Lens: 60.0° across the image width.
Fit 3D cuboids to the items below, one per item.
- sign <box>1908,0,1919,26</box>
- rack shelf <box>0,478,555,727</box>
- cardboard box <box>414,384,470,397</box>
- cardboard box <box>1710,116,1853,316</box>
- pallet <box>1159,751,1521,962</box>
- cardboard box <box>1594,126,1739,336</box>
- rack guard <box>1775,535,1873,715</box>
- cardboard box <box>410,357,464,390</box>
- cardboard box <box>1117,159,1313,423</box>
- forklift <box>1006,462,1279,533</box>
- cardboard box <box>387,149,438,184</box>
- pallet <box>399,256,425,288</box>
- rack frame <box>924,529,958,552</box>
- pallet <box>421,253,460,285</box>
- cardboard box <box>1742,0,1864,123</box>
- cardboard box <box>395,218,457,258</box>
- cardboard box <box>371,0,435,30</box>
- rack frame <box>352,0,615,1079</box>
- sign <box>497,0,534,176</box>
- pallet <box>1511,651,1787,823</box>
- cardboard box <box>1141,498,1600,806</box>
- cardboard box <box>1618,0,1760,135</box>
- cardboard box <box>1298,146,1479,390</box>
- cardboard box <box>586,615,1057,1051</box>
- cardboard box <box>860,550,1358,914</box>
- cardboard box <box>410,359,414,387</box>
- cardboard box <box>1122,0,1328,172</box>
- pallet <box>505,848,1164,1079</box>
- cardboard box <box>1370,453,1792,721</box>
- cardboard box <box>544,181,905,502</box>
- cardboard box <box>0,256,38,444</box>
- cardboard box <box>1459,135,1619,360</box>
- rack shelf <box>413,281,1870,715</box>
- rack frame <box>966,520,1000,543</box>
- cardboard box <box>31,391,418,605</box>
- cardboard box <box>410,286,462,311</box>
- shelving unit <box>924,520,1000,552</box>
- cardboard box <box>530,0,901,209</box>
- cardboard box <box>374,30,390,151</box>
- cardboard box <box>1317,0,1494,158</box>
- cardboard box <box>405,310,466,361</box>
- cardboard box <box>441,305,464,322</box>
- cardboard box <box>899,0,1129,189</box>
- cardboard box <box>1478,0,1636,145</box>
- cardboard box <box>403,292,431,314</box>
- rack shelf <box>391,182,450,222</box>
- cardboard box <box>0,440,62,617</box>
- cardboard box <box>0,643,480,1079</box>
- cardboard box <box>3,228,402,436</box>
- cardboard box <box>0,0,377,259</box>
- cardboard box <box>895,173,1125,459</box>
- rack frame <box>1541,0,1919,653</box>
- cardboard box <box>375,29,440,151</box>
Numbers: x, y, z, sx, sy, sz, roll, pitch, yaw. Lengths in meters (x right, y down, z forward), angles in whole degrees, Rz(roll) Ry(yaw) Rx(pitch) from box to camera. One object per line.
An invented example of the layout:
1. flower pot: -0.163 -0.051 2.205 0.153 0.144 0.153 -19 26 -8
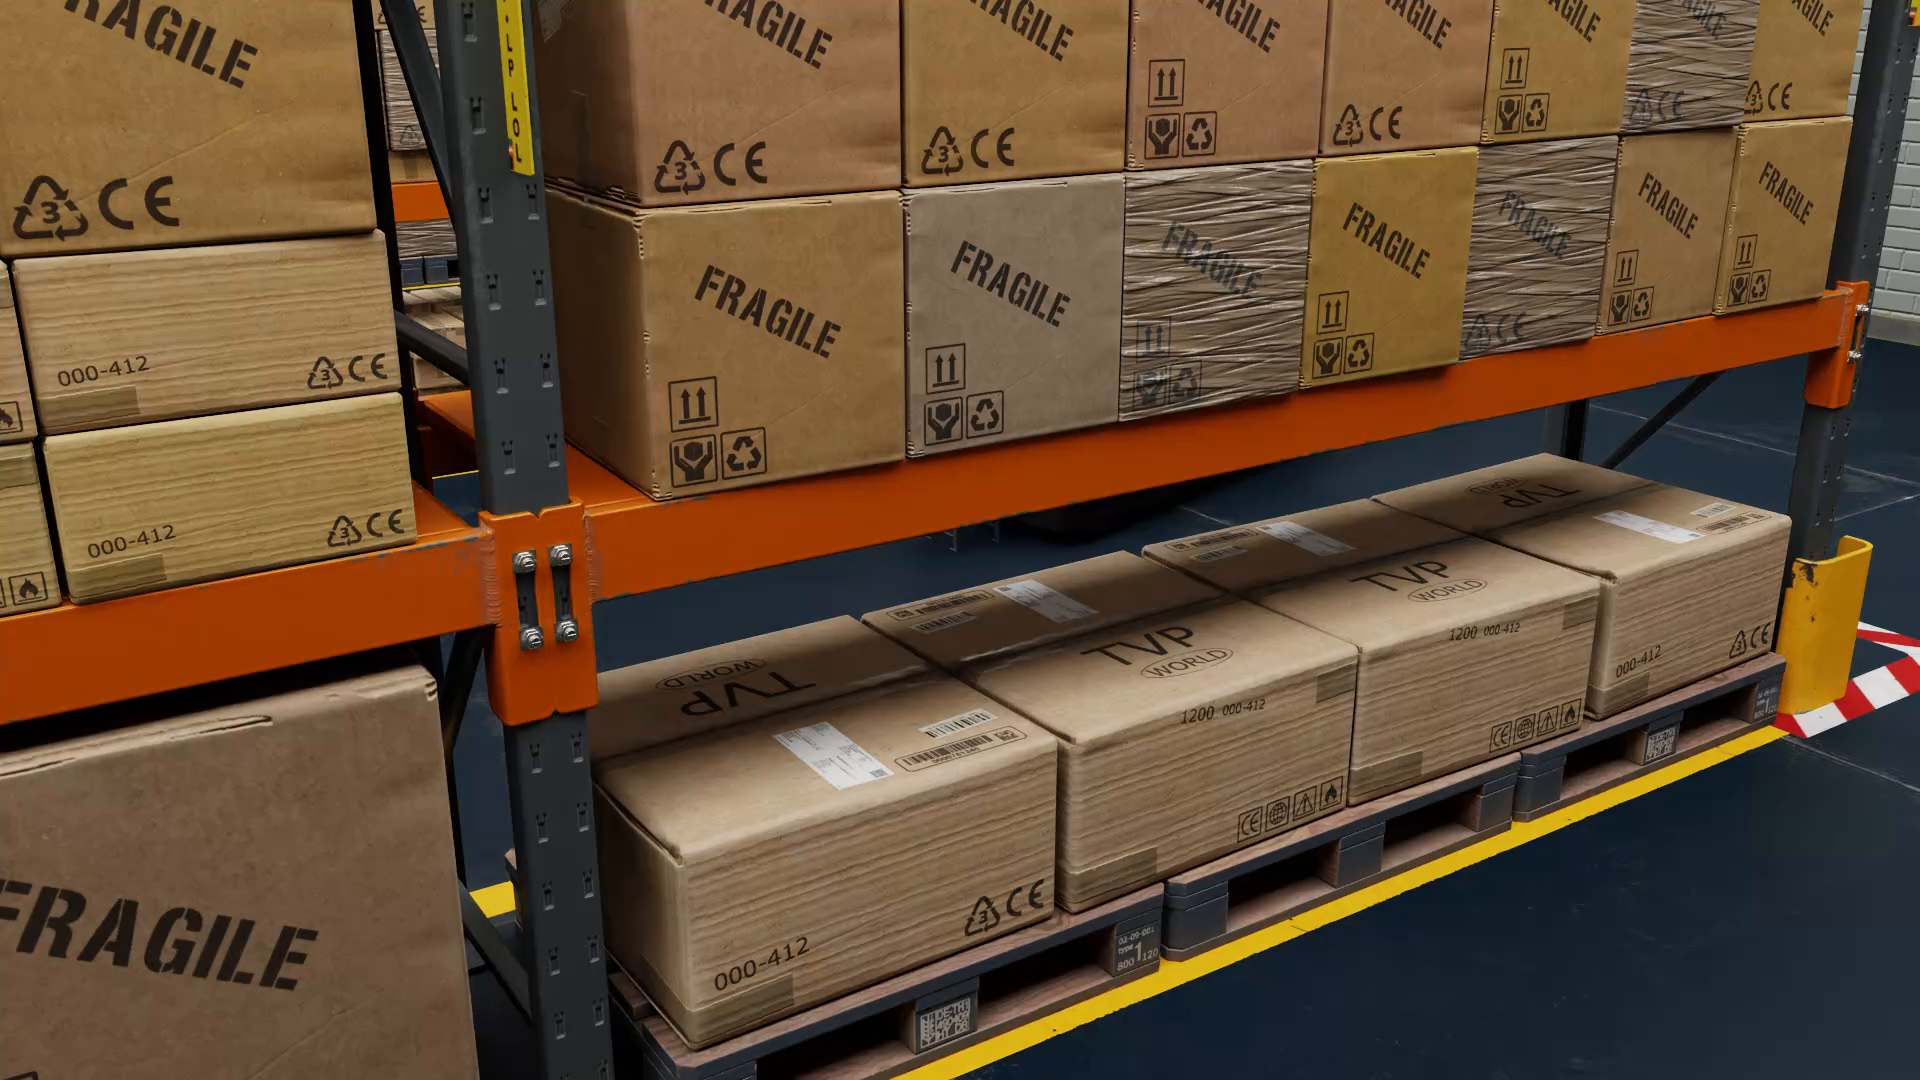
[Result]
1. sign: 2.649 -1.567 4.519 0.005 0.325 0.100 -12 22 -31
2. rack shelf: -2.649 0.344 2.168 4.000 0.370 1.077 -12 22 -31
3. cardboard box: -2.513 -0.702 7.932 0.250 0.149 0.380 -13 23 -34
4. cardboard box: 2.105 -0.946 4.702 0.500 0.500 0.500 -12 22 -31
5. pallet: 0.720 0.642 4.515 1.213 0.211 1.003 -12 22 -31
6. cardboard box: 1.678 -0.861 4.452 0.500 0.500 0.500 -12 22 -33
7. rack guard: 2.382 0.126 5.592 0.348 0.500 1.175 -12 22 -31
8. cardboard box: -2.491 -0.833 7.857 0.250 0.149 0.380 -11 21 -29
9. cardboard box: 0.399 -0.583 3.629 0.500 0.500 0.500 -12 22 -31
10. forklift: 0.998 -1.819 7.548 1.130 2.935 3.031 15 24 37
11. cardboard box: -2.523 -1.699 7.478 0.250 0.149 0.380 -11 22 -30
12. pallet: -4.731 -2.008 12.356 1.213 0.211 1.003 -12 22 -31
13. rack frame: -0.078 -0.410 6.552 0.006 0.900 0.240 -12 22 -31
14. pallet: -3.713 -2.222 12.987 1.213 0.211 1.003 -12 22 -31
15. cardboard box: 2.091 -1.426 4.563 0.500 0.500 0.500 -11 22 -30
16. cardboard box: -4.339 -2.603 12.422 0.875 0.875 0.875 -12 22 -31
17. cardboard box: -2.412 -2.508 7.297 0.500 0.500 0.500 -11 22 -31
18. rack frame: -0.978 -0.349 3.095 0.127 3.000 1.000 -12 22 -31
19. sign: -0.672 -0.717 2.498 0.005 0.325 0.100 -12 22 -31
20. pallet: 1.738 0.429 5.147 1.213 0.211 1.003 -12 22 -31
21. cardboard box: 1.106 0.267 4.615 0.875 0.438 0.875 -11 22 -30
22. cardboard box: 1.670 -1.326 4.267 0.500 0.500 0.500 -12 22 -31
23. cardboard box: 0.829 -0.674 3.897 0.500 0.500 0.500 -11 22 -30
24. cardboard box: -0.395 0.584 3.680 0.875 0.438 0.875 -12 22 -32
25. cardboard box: 0.352 0.426 4.147 0.875 0.438 0.875 -13 22 -33
26. cardboard box: -2.734 -0.791 7.732 0.250 0.149 0.380 -13 23 -34
27. cardboard box: 0.412 -1.064 3.491 0.500 0.500 0.500 -11 22 -30
28. pallet: -0.300 0.859 3.876 1.213 0.211 1.003 -12 22 -31
29. cardboard box: 1.866 0.104 5.099 0.875 0.438 0.875 -13 23 -33
30. cardboard box: -0.442 -0.409 3.116 0.500 0.500 0.500 -11 22 -30
31. cardboard box: -1.626 -0.282 2.350 0.500 0.250 0.500 -11 22 -30
32. cardboard box: 1.253 -0.768 4.177 0.500 0.500 0.500 -11 22 -30
33. rack shelf: 0.692 -0.361 4.252 4.000 0.370 1.077 -12 22 -31
34. rack frame: 0.092 -0.446 6.658 0.006 0.900 0.240 -12 22 -31
35. cardboard box: -1.214 -0.132 2.686 0.500 0.250 0.500 -13 22 -33
36. cardboard box: -2.582 -1.168 8.381 0.250 0.149 0.380 -13 23 -33
37. shelving unit: 0.007 -0.428 6.605 0.210 0.900 0.258 -12 22 -31
38. cardboard box: -0.448 -0.890 2.975 0.500 0.500 0.500 -12 22 -31
39. cardboard box: -2.824 -1.953 7.217 0.500 0.500 0.500 -12 22 -31
40. cardboard box: 0.834 -1.152 3.752 0.500 0.500 0.500 -12 22 -32
41. cardboard box: -2.474 -0.957 7.757 0.250 0.149 0.380 -11 22 -30
42. cardboard box: -2.292 -1.027 7.965 0.250 0.149 0.380 -13 23 -34
43. cardboard box: -0.022 -0.977 3.233 0.500 0.500 0.500 -12 22 -32
44. cardboard box: 1.255 -1.240 4.012 0.500 0.500 0.500 -12 22 -32
45. cardboard box: -2.801 -1.117 8.231 0.250 0.149 0.380 -13 23 -34
46. rack shelf: -2.115 -1.667 8.116 4.000 0.370 1.077 -12 22 -31
47. cardboard box: -1.640 -0.042 2.421 0.500 0.250 0.500 -12 22 -32
48. cardboard box: -1.452 0.589 2.981 0.875 0.875 0.875 -11 22 -30
49. cardboard box: -1.213 -0.372 2.617 0.500 0.250 0.500 -12 22 -31
50. cardboard box: -1.213 -0.725 2.487 0.500 0.500 0.500 -11 22 -30
51. cardboard box: -0.020 -0.497 3.375 0.500 0.500 0.500 -12 22 -31
52. rack frame: 2.362 -1.054 5.179 0.127 3.000 1.000 -12 22 -31
53. cardboard box: -2.383 -2.032 7.451 0.500 0.500 0.500 -12 22 -33
